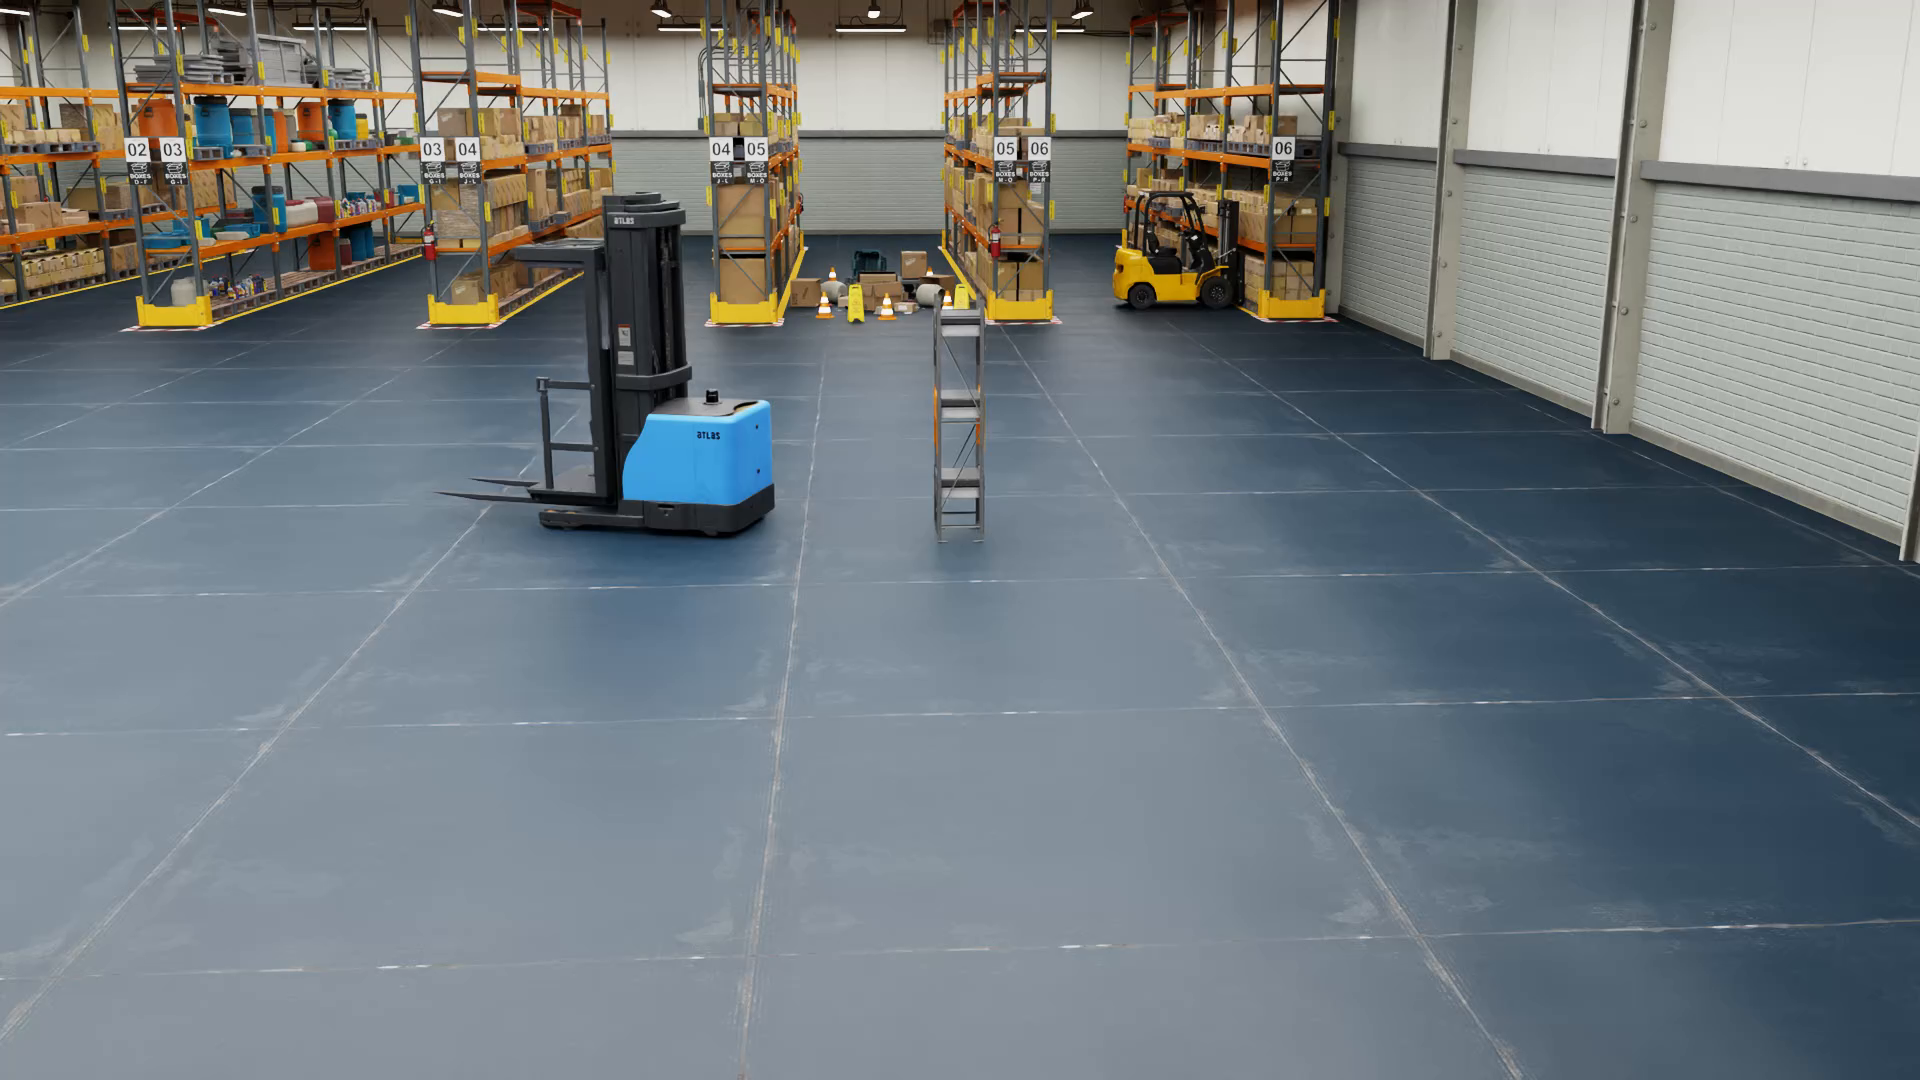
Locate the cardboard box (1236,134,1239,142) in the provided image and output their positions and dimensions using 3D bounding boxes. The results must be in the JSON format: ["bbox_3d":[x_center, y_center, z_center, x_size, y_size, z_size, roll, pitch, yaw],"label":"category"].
[{"bbox_3d":[5.567,-7.806,32.286,0.380,0.149,0.250,0,14,-2],"label":"cardboard box"}]

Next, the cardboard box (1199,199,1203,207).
[{"bbox_3d":[5.432,-7.199,35.784,0.500,0.250,0.500,-1,14,-3],"label":"cardboard box"}]

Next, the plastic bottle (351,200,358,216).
[{"bbox_3d":[-14.037,-7.692,38.500,0.144,0.351,0.185,-1,14,-3],"label":"plastic bottle"}]

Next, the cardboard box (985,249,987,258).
[{"bbox_3d":[0.662,-5.421,31.444,0.380,0.149,0.250,0,14,-1],"label":"cardboard box"}]

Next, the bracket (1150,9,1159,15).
[{"bbox_3d":[5.456,-14.739,46.529,0.235,0.232,0.430,-1,14,-3],"label":"bracket"}]

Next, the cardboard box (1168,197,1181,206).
[{"bbox_3d":[5.159,-7.913,38.721,0.500,0.250,0.500,-2,15,-6],"label":"cardboard box"}]

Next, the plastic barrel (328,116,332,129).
[{"bbox_3d":[-14.501,-9.379,37.823,0.433,0.535,0.433,0,14,0],"label":"plastic barrel"}]

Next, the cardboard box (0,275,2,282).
[{"bbox_3d":[-18.671,-5.146,31.679,0.500,0.500,0.500,-1,14,-3],"label":"cardboard box"}]

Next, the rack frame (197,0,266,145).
[{"bbox_3d":[-13.993,-9.129,31.947,1.000,3.000,0.127,-1,14,-3],"label":"rack frame"}]

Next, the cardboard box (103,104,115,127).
[{"bbox_3d":[-19.269,-9.490,37.165,0.500,0.500,0.500,-1,14,-3],"label":"cardboard box"}]

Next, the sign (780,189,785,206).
[{"bbox_3d":[-3.539,-6.818,33.109,0.100,0.325,0.005,-1,14,-3],"label":"sign"}]

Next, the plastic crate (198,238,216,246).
[{"bbox_3d":[-13.480,-5.329,29.746,0.298,0.136,0.250,-1,14,-3],"label":"plastic crate"}]

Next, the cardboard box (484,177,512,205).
[{"bbox_3d":[-8.657,-6.496,30.949,0.500,0.500,0.500,-1,14,-3],"label":"cardboard box"}]

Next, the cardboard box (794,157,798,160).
[{"bbox_3d":[-4.560,-9.903,44.190,0.500,0.500,0.500,-1,14,-5],"label":"cardboard box"}]

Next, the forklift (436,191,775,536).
[{"bbox_3d":[-3.288,-1.632,14.988,3.031,2.935,1.130,4,15,14],"label":"forklift"}]

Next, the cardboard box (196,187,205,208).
[{"bbox_3d":[-19.256,-8.569,41.609,0.500,0.500,0.500,-1,14,-4],"label":"cardboard box"}]

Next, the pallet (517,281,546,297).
[{"bbox_3d":[-9.100,-5.143,34.092,1.003,0.211,1.213,-1,14,-3],"label":"pallet"}]

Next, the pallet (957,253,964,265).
[{"bbox_3d":[0.469,-6.901,40.926,1.003,0.211,1.213,-1,14,-3],"label":"pallet"}]

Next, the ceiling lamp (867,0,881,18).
[{"bbox_3d":[-1.783,-13.934,38.907,0.800,3.185,2.000,-1,14,-3],"label":"ceiling lamp"}]

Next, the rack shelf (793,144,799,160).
[{"bbox_3d":[-4.713,-9.943,42.574,1.077,0.370,4.000,-1,14,-3],"label":"rack shelf"}]

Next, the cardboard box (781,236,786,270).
[{"bbox_3d":[-4.393,-6.307,36.692,1.050,0.750,0.750,-1,14,-4],"label":"cardboard box"}]

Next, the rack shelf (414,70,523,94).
[{"bbox_3d":[-8.926,-8.358,30.401,1.077,0.370,4.000,-1,14,-3],"label":"rack shelf"}]

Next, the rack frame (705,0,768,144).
[{"bbox_3d":[-3.845,-8.262,28.578,1.000,3.000,0.127,-1,14,-3],"label":"rack frame"}]

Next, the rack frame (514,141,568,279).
[{"bbox_3d":[-9.298,-7.295,36.859,1.000,3.000,0.127,-1,14,-3],"label":"rack frame"}]

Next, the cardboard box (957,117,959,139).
[{"bbox_3d":[0.195,-9.586,38.701,0.500,0.500,0.500,-1,14,-3],"label":"cardboard box"}]

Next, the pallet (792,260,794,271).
[{"bbox_3d":[-4.460,-6.493,39.338,1.003,0.211,1.213,-1,14,-3],"label":"pallet"}]

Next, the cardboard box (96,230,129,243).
[{"bbox_3d":[-19.553,-7.006,38.364,0.500,0.250,0.500,-1,14,-4],"label":"cardboard box"}]

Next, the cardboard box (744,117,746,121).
[{"bbox_3d":[-4.625,-9.315,36.952,0.396,0.266,0.258,-1,14,-3],"label":"cardboard box"}]

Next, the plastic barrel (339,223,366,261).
[{"bbox_3d":[-14.428,-7.089,39.426,0.600,0.901,0.708,-1,14,-3],"label":"plastic barrel"}]

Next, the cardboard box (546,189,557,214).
[{"bbox_3d":[-9.090,-7.276,35.741,0.700,0.500,0.500,1,14,5],"label":"cardboard box"}]

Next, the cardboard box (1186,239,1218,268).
[{"bbox_3d":[5.572,-6.423,37.394,0.875,0.625,0.625,0,14,-2],"label":"cardboard box"}]

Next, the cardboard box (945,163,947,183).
[{"bbox_3d":[-0.118,-9.718,44.069,0.500,0.500,0.500,-1,14,-5],"label":"cardboard box"}]

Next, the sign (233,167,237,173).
[{"bbox_3d":[-19.126,-9.850,43.831,0.100,0.325,0.005,-1,14,-3],"label":"sign"}]

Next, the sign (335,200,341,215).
[{"bbox_3d":[-13.692,-7.308,36.581,0.100,0.325,0.005,-1,14,-3],"label":"sign"}]

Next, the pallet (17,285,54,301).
[{"bbox_3d":[-19.022,-4.980,33.459,1.003,0.211,1.213,-1,14,-3],"label":"pallet"}]

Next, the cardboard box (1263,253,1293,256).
[{"bbox_3d":[6.122,-5.390,32.126,0.500,0.250,0.500,-1,14,-5],"label":"cardboard box"}]

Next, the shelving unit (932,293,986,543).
[{"bbox_3d":[-0.010,-1.058,14.425,0.431,2.100,0.503,-1,14,-3],"label":"shelving unit"}]

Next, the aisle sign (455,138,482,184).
[{"bbox_3d":[-8.499,-6.553,28.760,0.394,0.787,0.004,-1,14,-3],"label":"aisle sign"}]

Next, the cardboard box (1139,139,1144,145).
[{"bbox_3d":[4.858,-10.318,43.095,0.380,0.149,0.250,-1,14,-2],"label":"cardboard box"}]

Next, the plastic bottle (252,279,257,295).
[{"bbox_3d":[-13.602,-4.878,32.033,0.061,0.283,0.133,0,14,0],"label":"plastic bottle"}]

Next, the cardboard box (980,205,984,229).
[{"bbox_3d":[0.663,-6.282,32.125,0.500,0.500,0.500,-1,14,-4],"label":"cardboard box"}]

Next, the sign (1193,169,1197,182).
[{"bbox_3d":[5.853,-9.090,41.513,0.100,0.325,0.005,-1,14,-3],"label":"sign"}]

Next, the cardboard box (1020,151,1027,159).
[{"bbox_3d":[1.287,-6.941,29.966,0.380,0.149,0.250,-1,14,-5],"label":"cardboard box"}]

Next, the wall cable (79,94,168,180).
[{"bbox_3d":[-24.618,-11.869,48.828,3.097,2.526,0.112,-1,14,-3],"label":"wall cable"}]

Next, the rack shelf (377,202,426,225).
[{"bbox_3d":[-14.613,-8.362,42.451,1.077,0.370,4.000,-1,14,-3],"label":"rack shelf"}]

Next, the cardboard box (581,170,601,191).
[{"bbox_3d":[-9.380,-9.099,42.070,0.500,0.500,0.500,-1,14,-5],"label":"cardboard box"}]

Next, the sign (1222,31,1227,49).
[{"bbox_3d":[5.254,-9.915,32.970,0.100,0.325,0.005,-1,14,-3],"label":"sign"}]

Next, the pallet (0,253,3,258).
[{"bbox_3d":[-24.346,-6.900,40.920,1.003,0.211,1.213,-1,14,-3],"label":"pallet"}]

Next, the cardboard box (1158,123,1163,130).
[{"bbox_3d":[4.983,-9.973,40.113,0.380,0.149,0.250,-1,14,-4],"label":"cardboard box"}]

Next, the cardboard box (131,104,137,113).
[{"bbox_3d":[-19.501,-10.243,40.091,0.700,0.500,0.500,-1,14,-3],"label":"cardboard box"}]

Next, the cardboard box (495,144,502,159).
[{"bbox_3d":[-8.639,-7.060,30.229,0.500,0.250,0.500,-1,14,-4],"label":"cardboard box"}]
